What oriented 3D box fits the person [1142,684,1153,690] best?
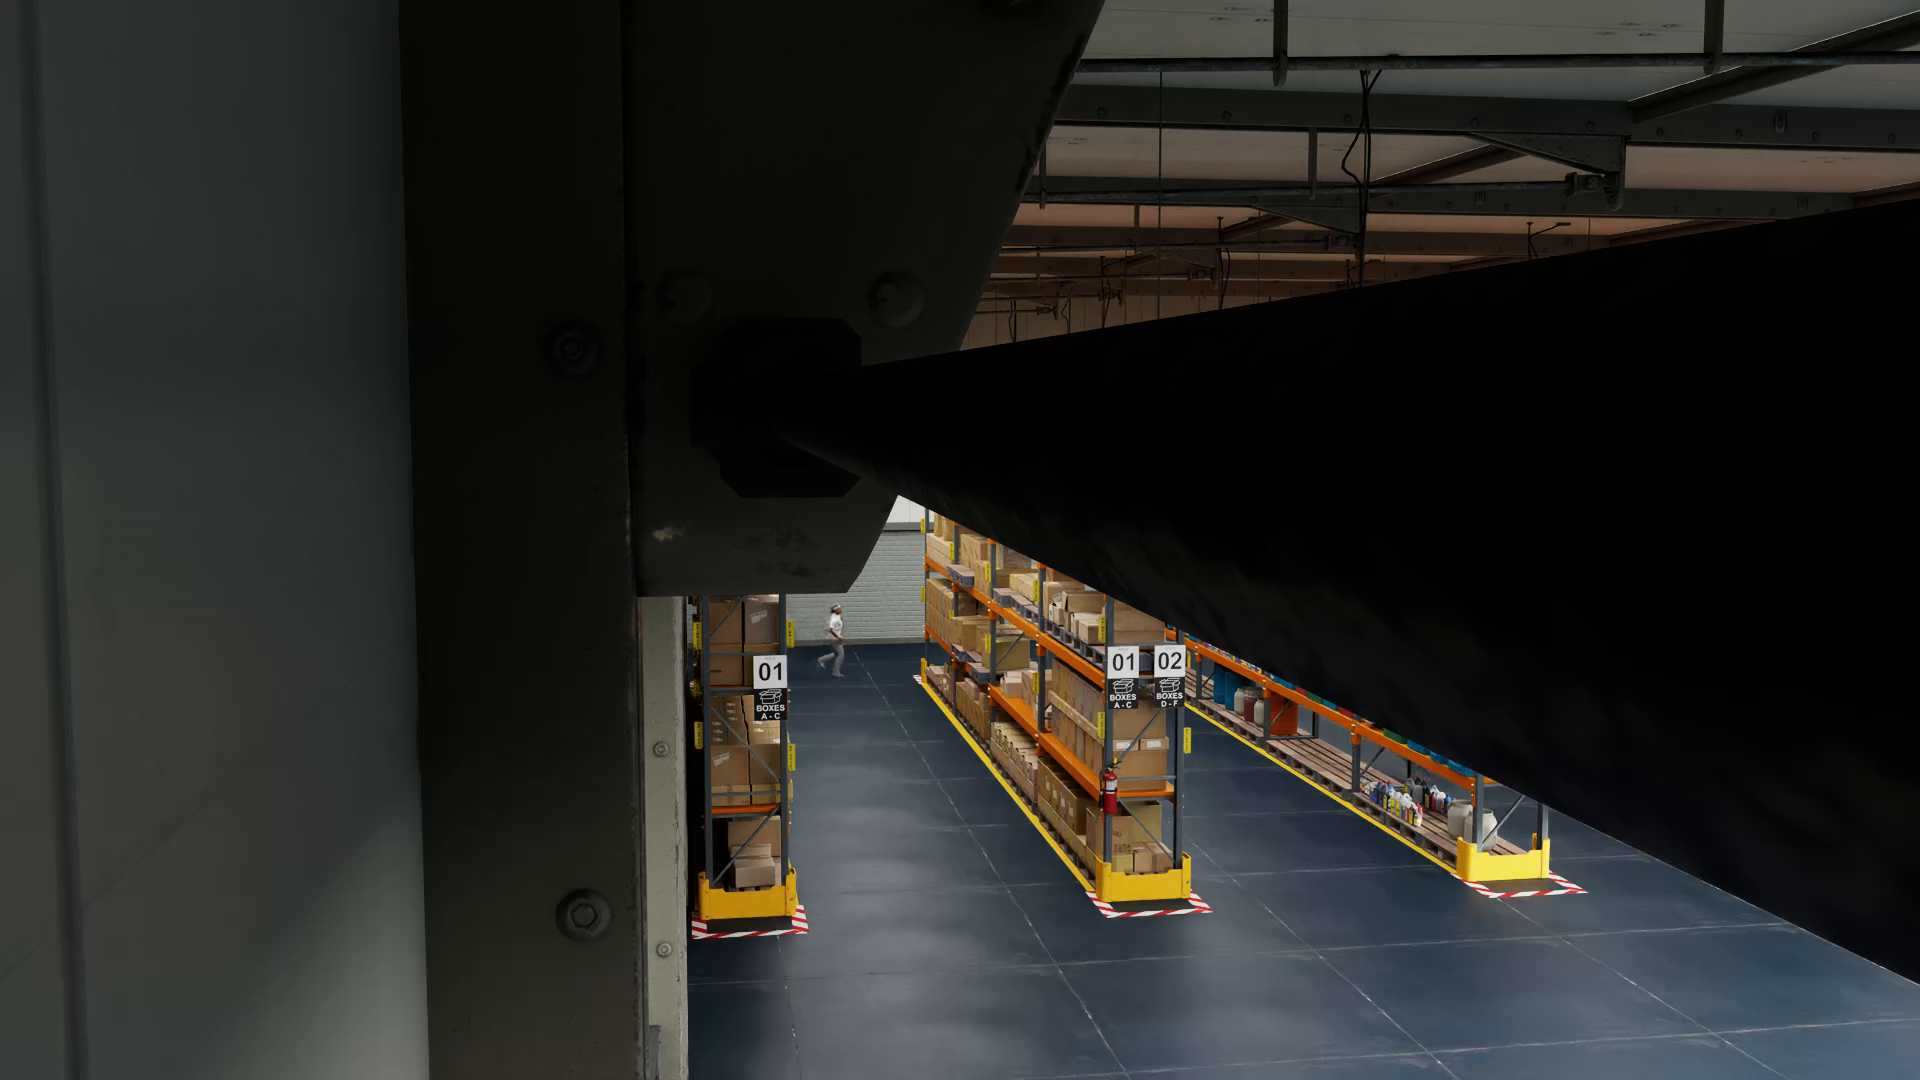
[{"bbox_3d":[3.721,2.681,32.909,0.662,1.591,0.937,1,5,12],"label":"person"}]

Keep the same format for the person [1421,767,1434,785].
[{"bbox_3d":[7.654,3.104,26.621,0.742,1.735,0.833,-1,5,-7],"label":"person"}]

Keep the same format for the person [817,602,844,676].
[{"bbox_3d":[-2.908,2.232,37.333,0.620,1.692,0.590,0,5,-2],"label":"person"}]
